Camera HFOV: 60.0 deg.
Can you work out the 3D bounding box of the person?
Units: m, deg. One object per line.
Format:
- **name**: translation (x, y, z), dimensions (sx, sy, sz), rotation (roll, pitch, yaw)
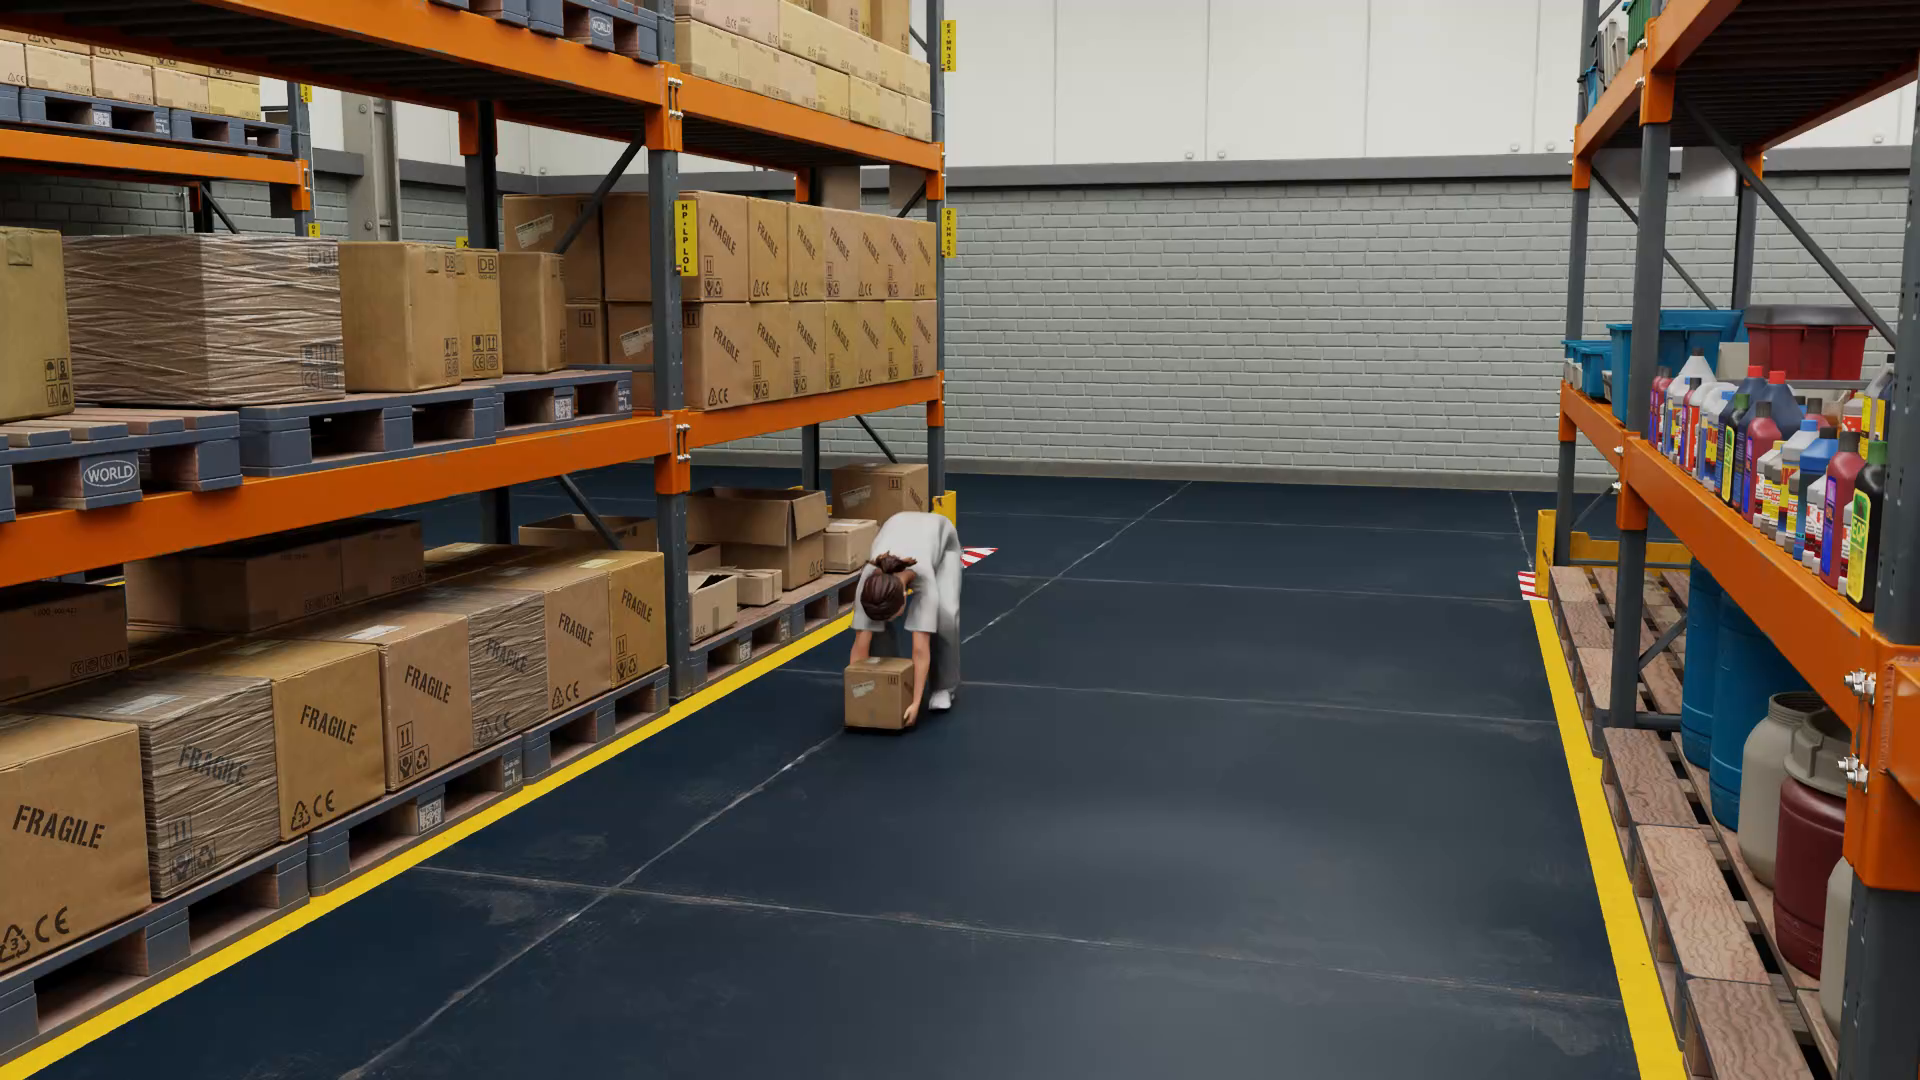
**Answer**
- **person**: translation (-0.229, 0.336, 7.324), dimensions (0.467, 0.866, 0.850), rotation (2, 9, 13)
